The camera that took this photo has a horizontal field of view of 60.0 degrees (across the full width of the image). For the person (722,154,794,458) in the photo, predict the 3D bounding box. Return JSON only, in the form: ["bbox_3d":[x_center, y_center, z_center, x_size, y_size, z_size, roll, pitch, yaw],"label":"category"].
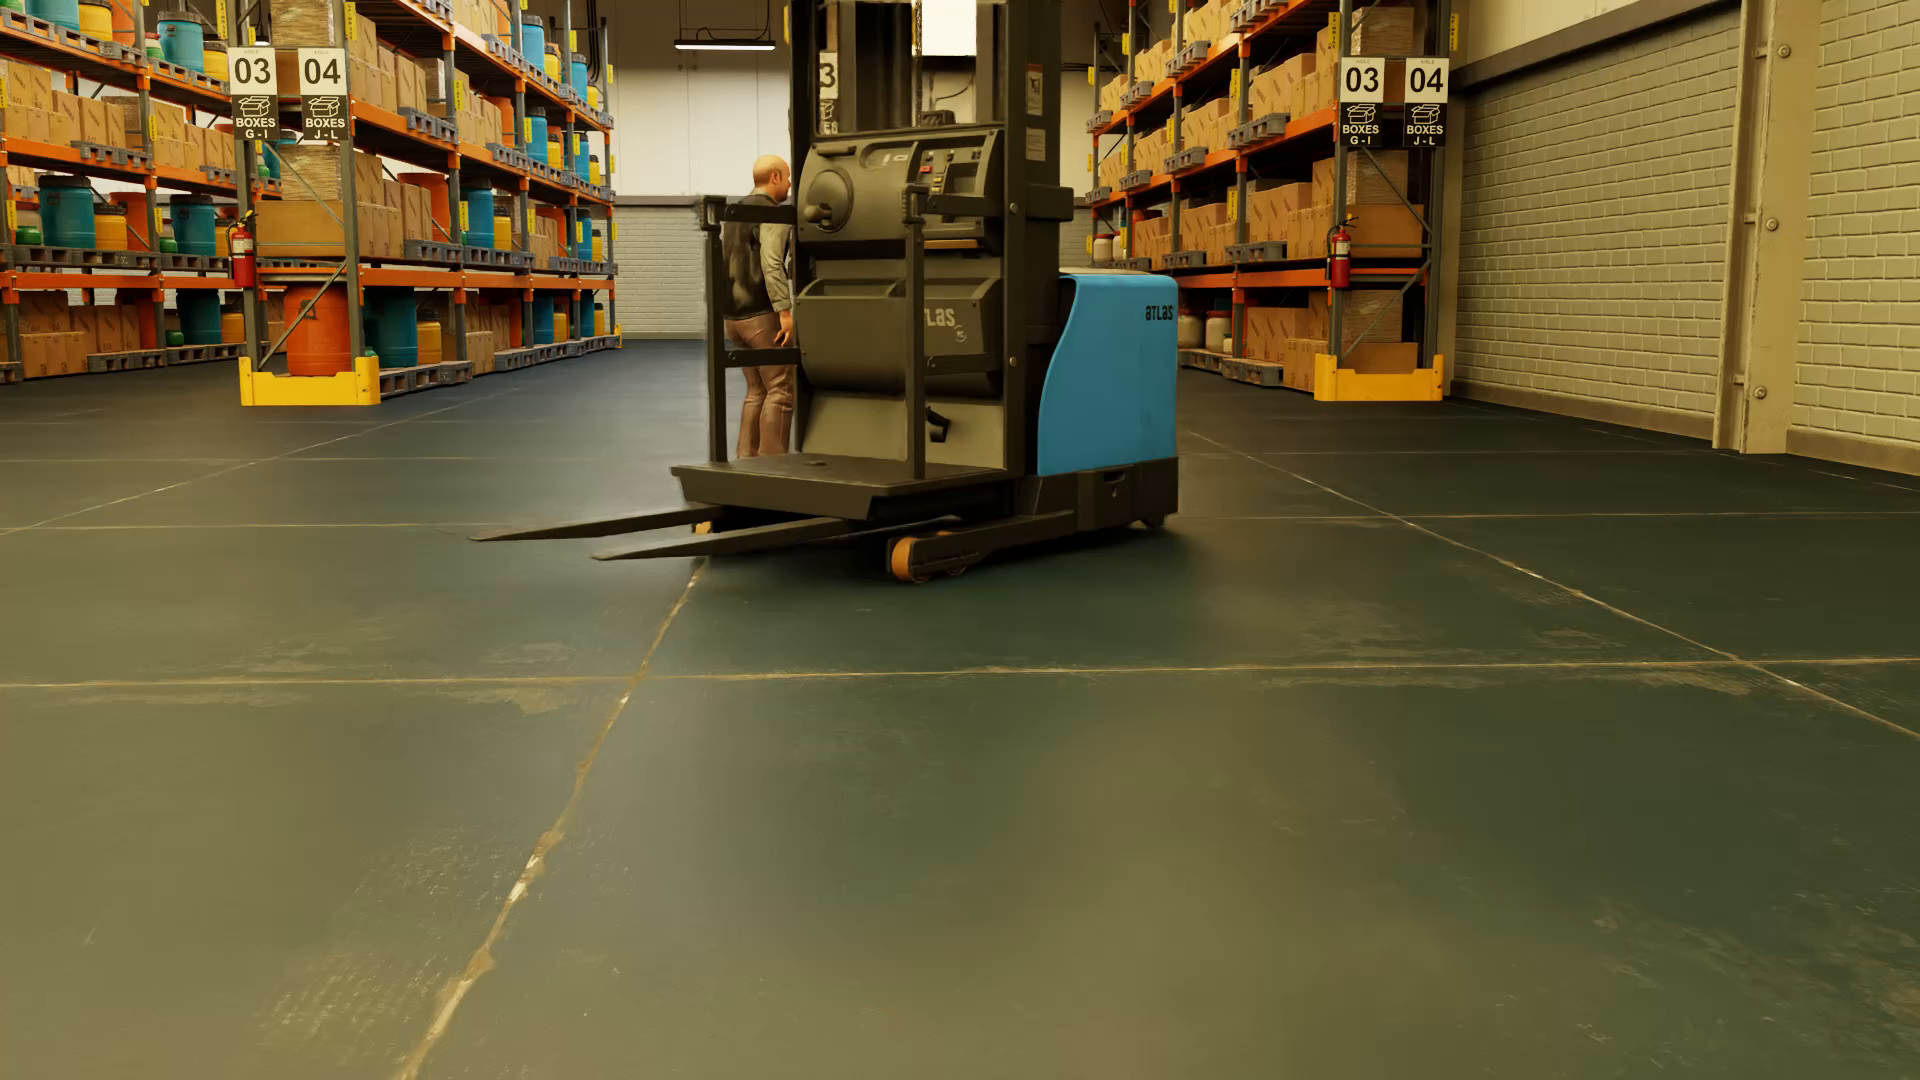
[{"bbox_3d":[-1.052,-1.158,8.759,0.422,1.719,0.580,-5,10,-29],"label":"person"}]

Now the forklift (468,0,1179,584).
[{"bbox_3d":[-0.376,-1.379,6.117,1.130,2.935,3.031,7,11,38],"label":"forklift"}]
